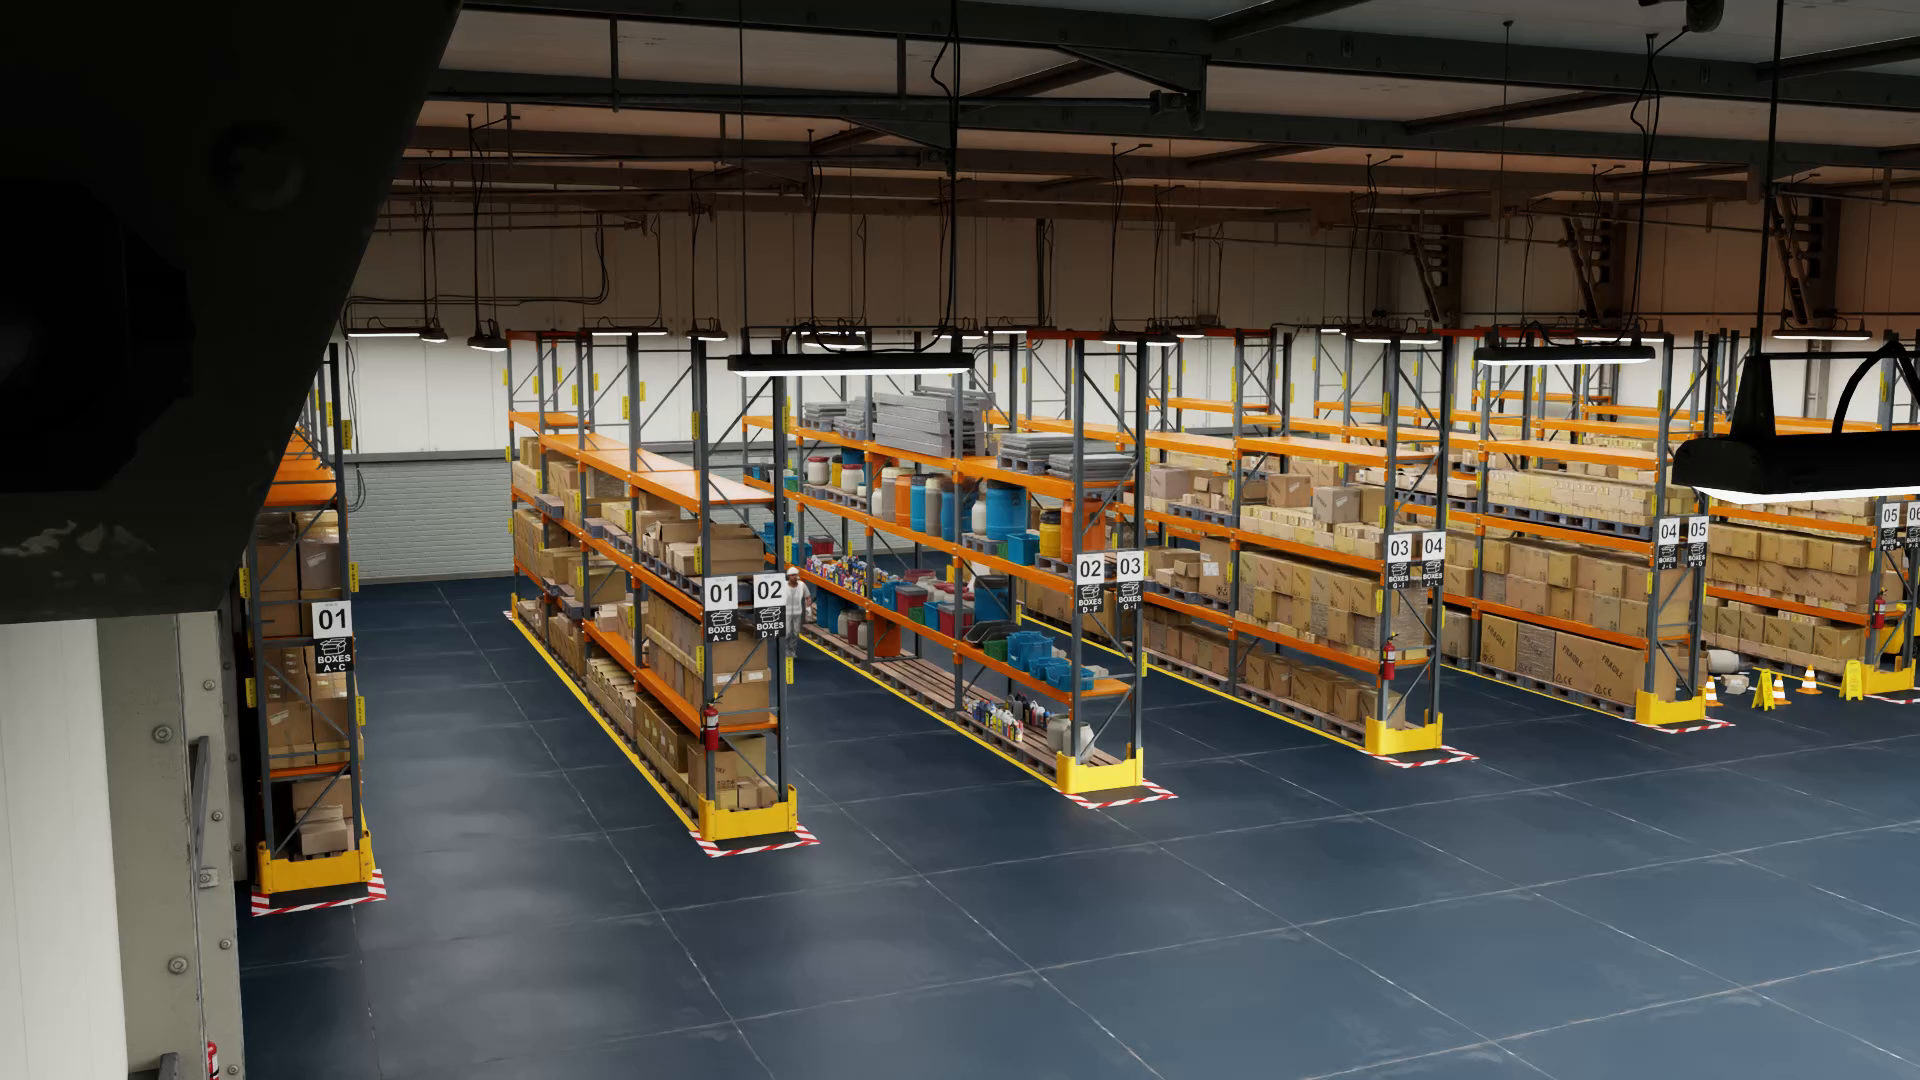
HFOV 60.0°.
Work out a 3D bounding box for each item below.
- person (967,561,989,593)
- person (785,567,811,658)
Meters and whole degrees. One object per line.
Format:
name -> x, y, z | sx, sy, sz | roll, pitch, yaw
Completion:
person -> 0.441, 0.848, 33.929 | 0.539, 1.759, 0.638 | 4, 9, 26
person -> -3.086, 1.363, 30.399 | 0.740, 1.766, 0.749 | -3, 8, -19
